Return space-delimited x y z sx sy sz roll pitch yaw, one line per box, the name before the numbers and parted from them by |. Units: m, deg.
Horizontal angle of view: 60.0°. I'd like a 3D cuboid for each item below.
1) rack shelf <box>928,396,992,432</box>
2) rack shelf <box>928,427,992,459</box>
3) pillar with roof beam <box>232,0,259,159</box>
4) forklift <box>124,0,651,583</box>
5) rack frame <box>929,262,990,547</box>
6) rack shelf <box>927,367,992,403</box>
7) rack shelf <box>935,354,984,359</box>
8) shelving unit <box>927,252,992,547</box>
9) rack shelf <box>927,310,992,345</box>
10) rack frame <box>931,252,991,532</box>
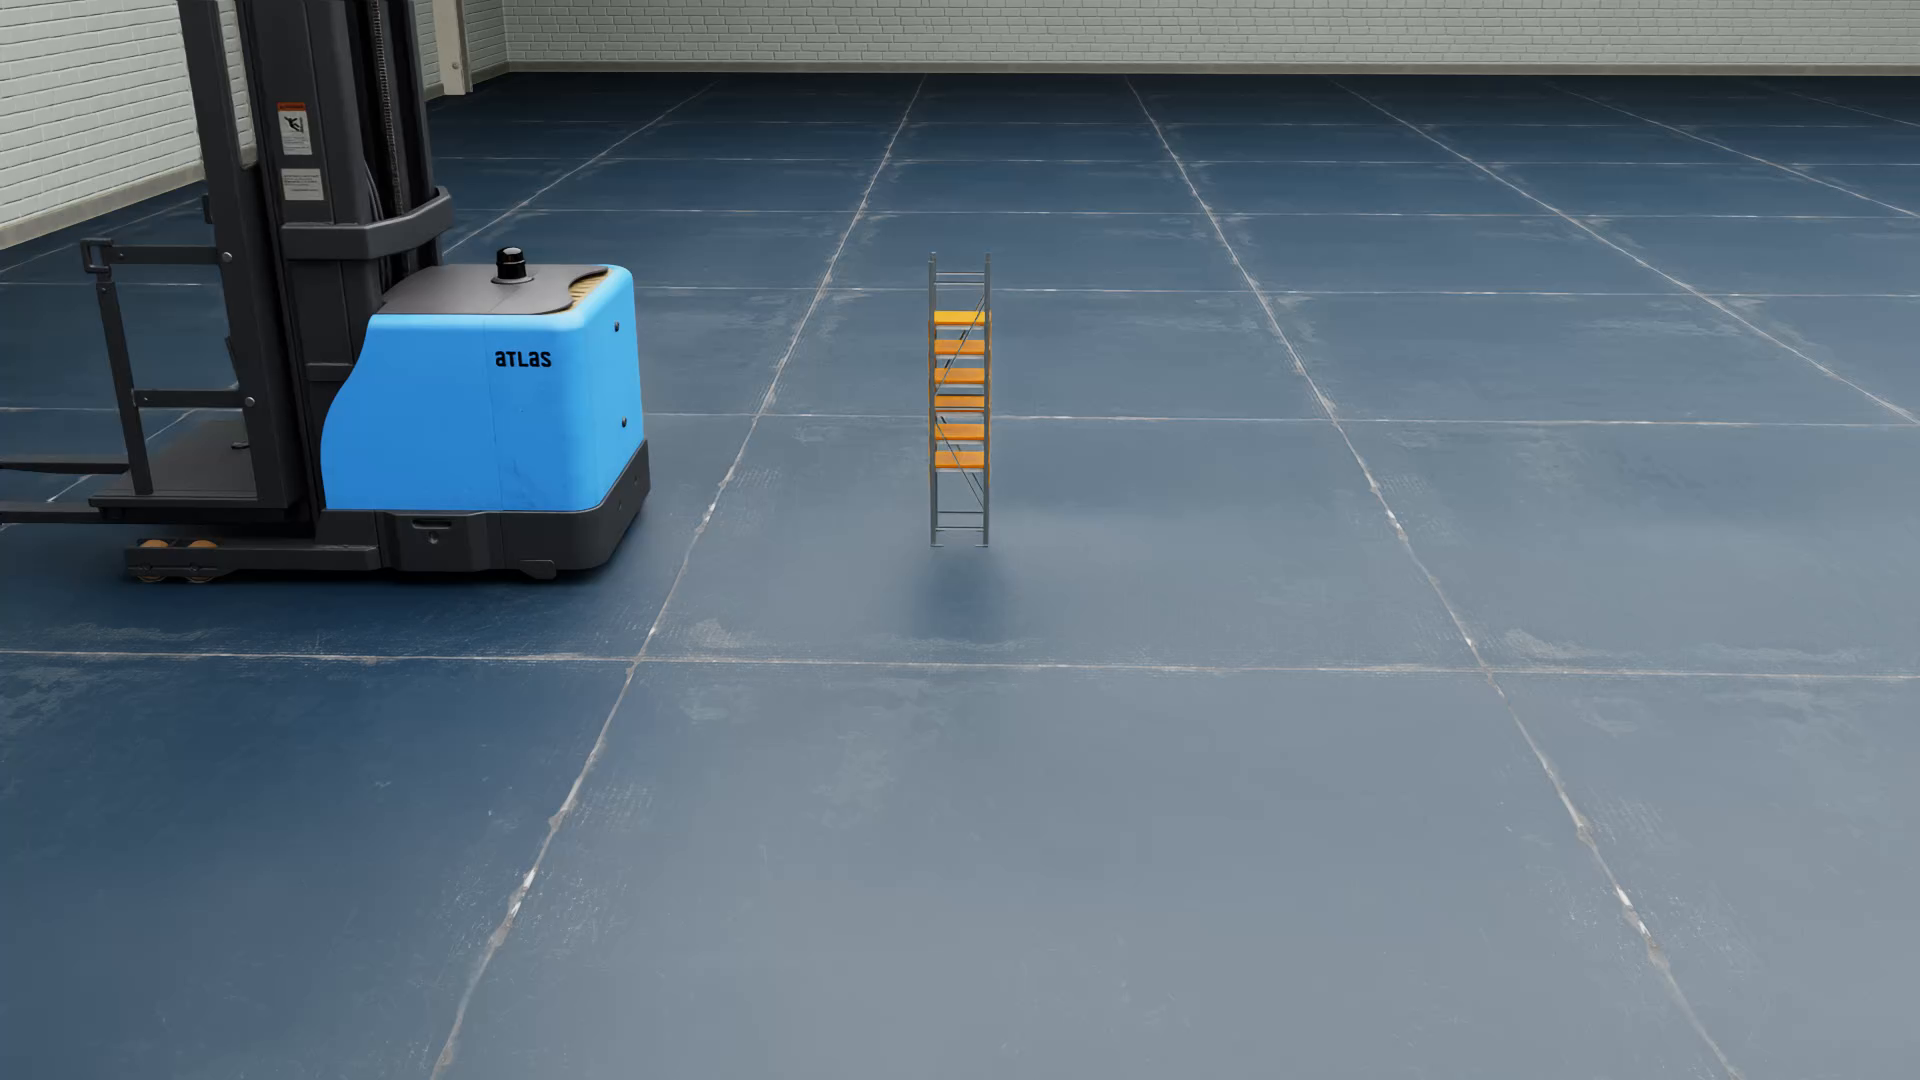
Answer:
rack shelf | 0.000 -0.523 6.841 0.258 0.103 0.180 1 21 2
rack shelf | 0.000 -0.411 6.885 0.258 0.103 0.180 1 21 2
pillar with roof beam | -2.792 -8.128 15.536 9.100 9.000 0.400 1 21 2
forklift | -2.905 -1.386 6.549 3.031 2.935 1.130 1 21 2
rack frame | -0.002 -0.532 6.740 0.240 1.200 0.006 1 21 2
rack shelf | 0.000 -0.635 6.798 0.258 0.103 0.180 1 21 2
rack shelf | 0.000 -0.765 6.747 0.199 0.020 0.166 1 21 2
shelving unit | 0.000 -0.565 6.825 0.258 1.200 0.189 1 21 2
rack shelf | 0.000 -0.859 6.711 0.258 0.103 0.180 1 21 2
rack frame | 0.003 -0.598 6.911 0.240 1.200 0.006 1 21 2
